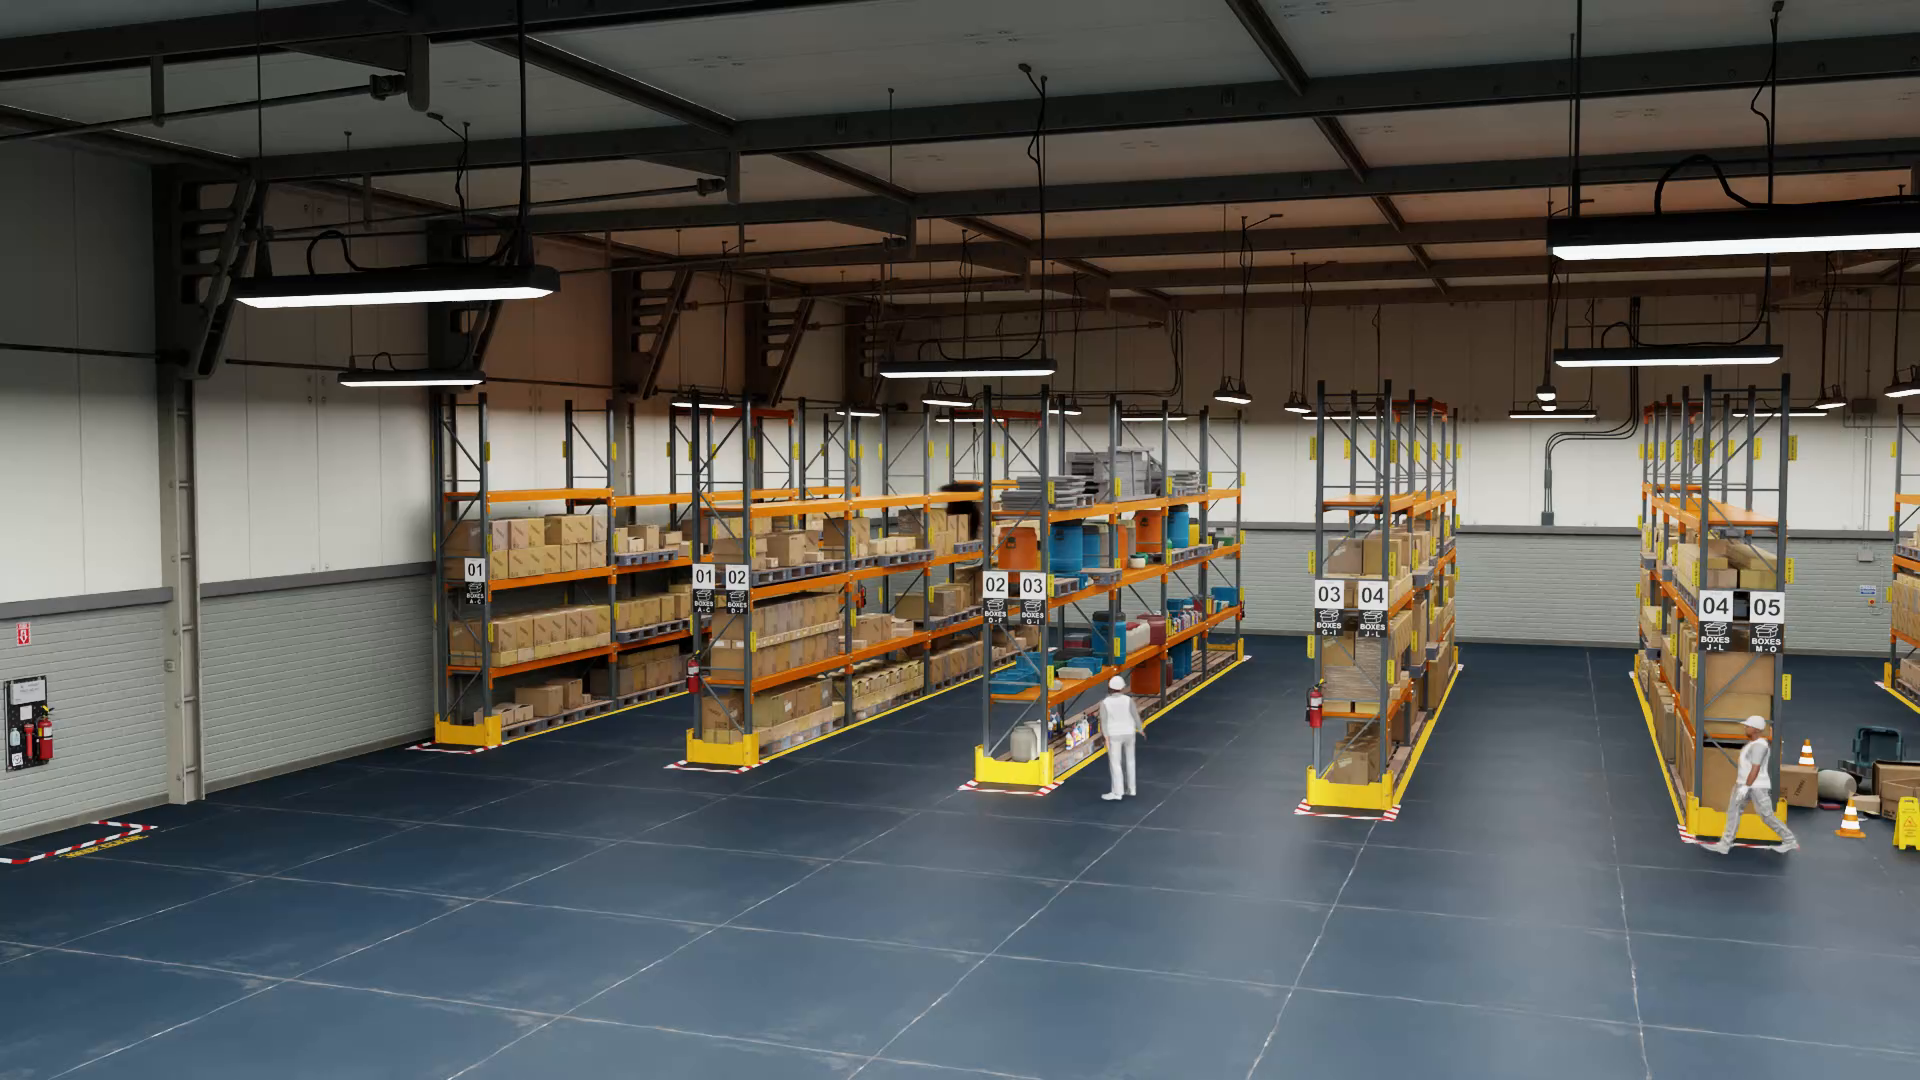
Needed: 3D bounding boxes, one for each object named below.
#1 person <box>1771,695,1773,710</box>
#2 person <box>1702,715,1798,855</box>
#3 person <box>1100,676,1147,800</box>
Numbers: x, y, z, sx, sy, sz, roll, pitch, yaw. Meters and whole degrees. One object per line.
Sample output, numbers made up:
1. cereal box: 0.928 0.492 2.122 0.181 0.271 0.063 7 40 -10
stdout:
1. person: 15.489 2.411 32.057 0.602 1.770 0.627 -2 3 -26
2. person: 9.785 3.037 20.510 1.054 1.753 0.508 0 3 -5
3. person: 2.353 2.831 23.975 0.710 1.779 0.469 -1 3 -14
